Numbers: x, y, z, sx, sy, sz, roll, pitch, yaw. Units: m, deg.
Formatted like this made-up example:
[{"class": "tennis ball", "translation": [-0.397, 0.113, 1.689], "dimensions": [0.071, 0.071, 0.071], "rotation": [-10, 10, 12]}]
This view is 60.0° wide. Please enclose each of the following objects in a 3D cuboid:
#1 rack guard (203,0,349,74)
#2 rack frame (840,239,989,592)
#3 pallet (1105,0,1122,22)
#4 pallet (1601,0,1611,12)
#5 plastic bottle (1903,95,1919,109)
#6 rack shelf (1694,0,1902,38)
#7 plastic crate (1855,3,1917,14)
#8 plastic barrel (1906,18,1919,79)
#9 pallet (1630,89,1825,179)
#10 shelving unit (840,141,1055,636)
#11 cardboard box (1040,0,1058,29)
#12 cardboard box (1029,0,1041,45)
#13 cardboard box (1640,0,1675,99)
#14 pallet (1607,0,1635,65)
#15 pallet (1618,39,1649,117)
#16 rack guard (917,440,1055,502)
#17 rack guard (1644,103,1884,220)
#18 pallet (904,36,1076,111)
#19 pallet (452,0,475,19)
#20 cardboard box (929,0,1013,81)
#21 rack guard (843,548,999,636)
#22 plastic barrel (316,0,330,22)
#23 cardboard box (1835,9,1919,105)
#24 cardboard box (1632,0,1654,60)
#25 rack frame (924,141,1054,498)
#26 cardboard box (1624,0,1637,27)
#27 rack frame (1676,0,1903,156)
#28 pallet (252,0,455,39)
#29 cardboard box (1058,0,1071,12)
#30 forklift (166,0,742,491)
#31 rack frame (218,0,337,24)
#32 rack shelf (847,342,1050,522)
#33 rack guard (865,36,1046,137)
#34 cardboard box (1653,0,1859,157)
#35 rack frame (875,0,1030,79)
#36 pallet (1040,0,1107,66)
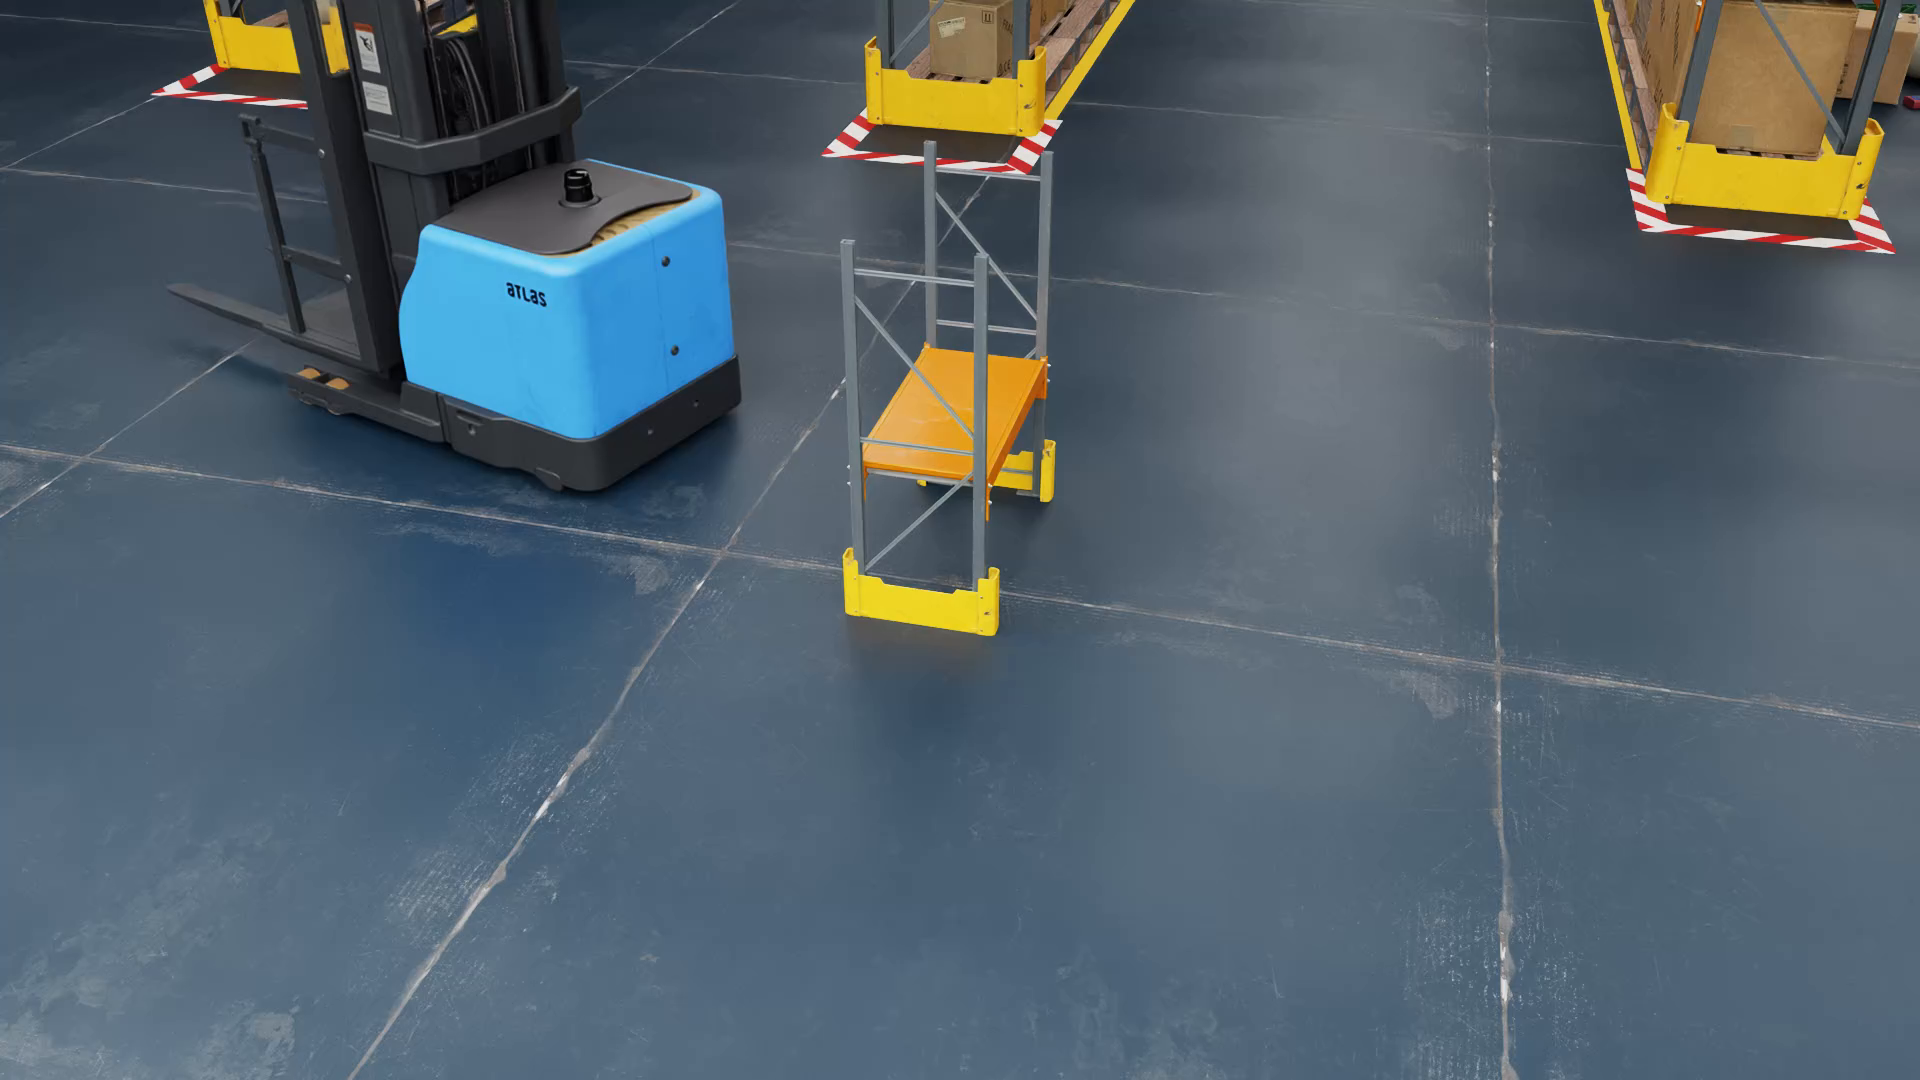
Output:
[{"class": "rack guard", "translation": [-4.867, -3.697, 12.100], "dimensions": [1.175, 0.500, 0.348], "rotation": [8, 33, 12]}, {"class": "rack frame", "translation": [-0.151, -0.325, 5.863], "dimensions": [0.500, 1.500, 0.032], "rotation": [8, 33, 12]}, {"class": "pallet", "translation": [0.829, -4.578, 13.754], "dimensions": [1.003, 0.211, 1.213], "rotation": [8, 33, 12]}, {"class": "pallet", "translation": [5.860, -4.614, 13.811], "dimensions": [1.003, 0.211, 1.213], "rotation": [8, 33, 12]}, {"class": "plastic bottle", "translation": [6.657, -3.012, 11.431], "dimensions": [0.283, 0.061, 0.133], "rotation": [-3, 33, -4]}, {"class": "rack shelf", "translation": [5.230, -4.039, 10.977], "dimensions": [1.077, 0.370, 4.000], "rotation": [8, 33, 12]}, {"class": "plastic crate", "translation": [6.960, -3.949, 12.733], "dimensions": [0.662, 0.188, 0.450], "rotation": [-28, 32, -37]}, {"class": "plastic barrel", "translation": [6.933, -3.495, 11.853], "dimensions": [0.421, 0.421, 0.512], "rotation": [-21, 38, -29]}, {"class": "pallet", "translation": [4.850, -2.553, 10.569], "dimensions": [1.003, 0.211, 1.213], "rotation": [8, 33, 12]}, {"class": "shelving unit", "translation": [-0.019, -0.593, 6.285], "dimensions": [0.587, 1.500, 1.083], "rotation": [8, 33, 12]}, {"class": "cardboard box", "translation": [0.421, -4.113, 12.363], "dimensions": [0.500, 0.500, 0.500], "rotation": [11, 34, 17]}, {"class": "cardboard box", "translation": [0.244, -3.791, 11.856], "dimensions": [0.500, 0.500, 0.500], "rotation": [17, 36, 25]}, {"class": "cardboard box", "translation": [5.052, -3.403, 10.895], "dimensions": [0.875, 0.875, 0.875], "rotation": [8, 33, 12]}, {"class": "pallet", "translation": [5.469, -3.819, 12.561], "dimensions": [1.003, 0.211, 1.213], "rotation": [8, 33, 12]}, {"class": "pallet", "translation": [5.161, -3.184, 11.562], "dimensions": [1.003, 0.211, 1.213], "rotation": [8, 33, 12]}, {"class": "rack guard", "translation": [0.107, -0.324, 7.027], "dimensions": [0.587, 0.250, 0.087], "rotation": [8, 33, 12]}, {"class": "rack guard", "translation": [4.716, -2.237, 9.803], "dimensions": [1.175, 0.500, 0.348], "rotation": [8, 33, 12]}, {"class": "pallet", "translation": [0.210, -3.311, 11.762], "dimensions": [1.003, 0.211, 1.213], "rotation": [8, 33, 12]}, {"class": "pallet", "translation": [-4.344, -4.627, 13.832], "dimensions": [1.003, 0.211, 1.213], "rotation": [8, 33, 12]}, {"class": "cardboard box", "translation": [0.125, -3.476, 11.361], "dimensions": [0.500, 0.500, 0.500], "rotation": [14, 35, 21]}, {"class": "rack guard", "translation": [-0.146, 0.192, 6.214], "dimensions": [0.587, 0.250, 0.087], "rotation": [8, 33, 12]}, {"class": "plastic barrel", "translation": [-4.747, -4.186, 12.466], "dimensions": [0.421, 0.512, 0.421], "rotation": [0, 32, 0]}, {"class": "cardboard box", "translation": [6.336, -3.381, 11.600], "dimensions": [0.500, 0.500, 0.500], "rotation": [14, 35, 21]}, {"class": "cardboard box", "translation": [5.285, -3.875, 11.639], "dimensions": [0.875, 0.875, 0.875], "rotation": [8, 33, 13]}, {"class": "rack frame", "translation": [0.107, -0.852, 6.693], "dimensions": [0.500, 1.500, 0.032], "rotation": [8, 33, 12]}, {"class": "cardboard box", "translation": [5.510, -4.344, 12.376], "dimensions": [0.875, 0.875, 0.875], "rotation": [9, 33, 13]}, {"class": "rack frame", "translation": [4.722, -3.304, 9.152], "dimensions": [1.000, 3.000, 0.127], "rotation": [8, 33, 12]}, {"class": "pallet", "translation": [-4.655, -3.996, 12.839], "dimensions": [1.003, 0.211, 1.213], "rotation": [8, 33, 12]}, {"class": "cardboard box", "translation": [0.606, -4.397, 12.809], "dimensions": [0.500, 0.500, 0.500], "rotation": [5, 33, 8]}, {"class": "forklift", "translation": [-2.520, -2.030, 7.212], "dimensions": [3.031, 2.935, 1.130], "rotation": [19, 37, 27]}, {"class": "rack frame", "translation": [-4.841, -4.706, 11.357], "dimensions": [1.000, 3.000, 0.127], "rotation": [8, 33, 12]}, {"class": "rack shelf", "translation": [-0.022, -0.437, 6.374], "dimensions": [0.538, 0.185, 1.000], "rotation": [8, 33, 12]}, {"class": "rack guard", "translation": [-0.030, -3.017, 11.029], "dimensions": [1.175, 0.500, 0.348], "rotation": [8, 33, 12]}, {"class": "cardboard box", "translation": [4.830, -2.946, 10.177], "dimensions": [0.875, 0.875, 0.875], "rotation": [8, 33, 13]}, {"class": "rack frame", "translation": [-0.050, -4.032, 10.296], "dimensions": [1.000, 3.000, 0.127], "rotation": [8, 33, 12]}, {"class": "pallet", "translation": [0.522, -3.943, 12.755], "dimensions": [1.003, 0.211, 1.213], "rotation": [8, 33, 12]}]
